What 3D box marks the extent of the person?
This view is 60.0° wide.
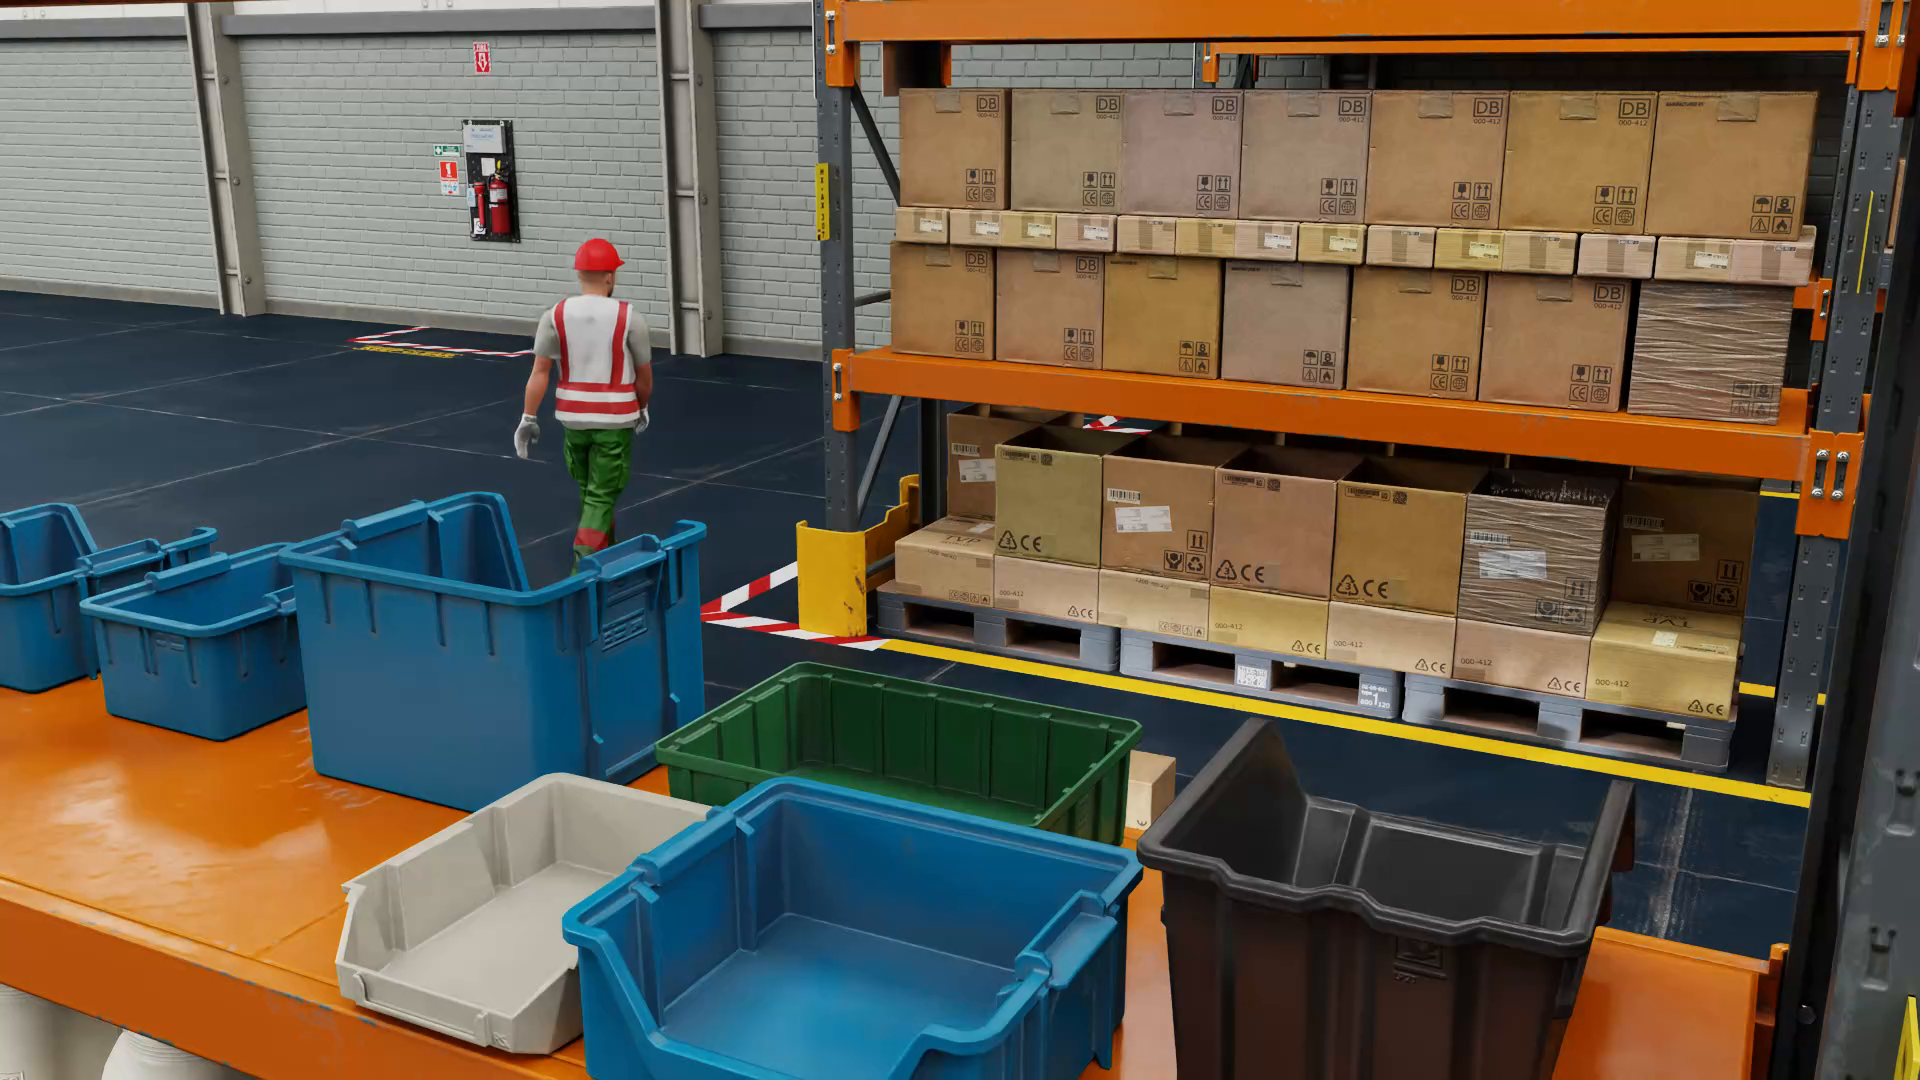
[{"bbox_3d":[-1.781,-0.603,8.133,0.636,1.736,0.980,2,16,6],"label":"person"}]
